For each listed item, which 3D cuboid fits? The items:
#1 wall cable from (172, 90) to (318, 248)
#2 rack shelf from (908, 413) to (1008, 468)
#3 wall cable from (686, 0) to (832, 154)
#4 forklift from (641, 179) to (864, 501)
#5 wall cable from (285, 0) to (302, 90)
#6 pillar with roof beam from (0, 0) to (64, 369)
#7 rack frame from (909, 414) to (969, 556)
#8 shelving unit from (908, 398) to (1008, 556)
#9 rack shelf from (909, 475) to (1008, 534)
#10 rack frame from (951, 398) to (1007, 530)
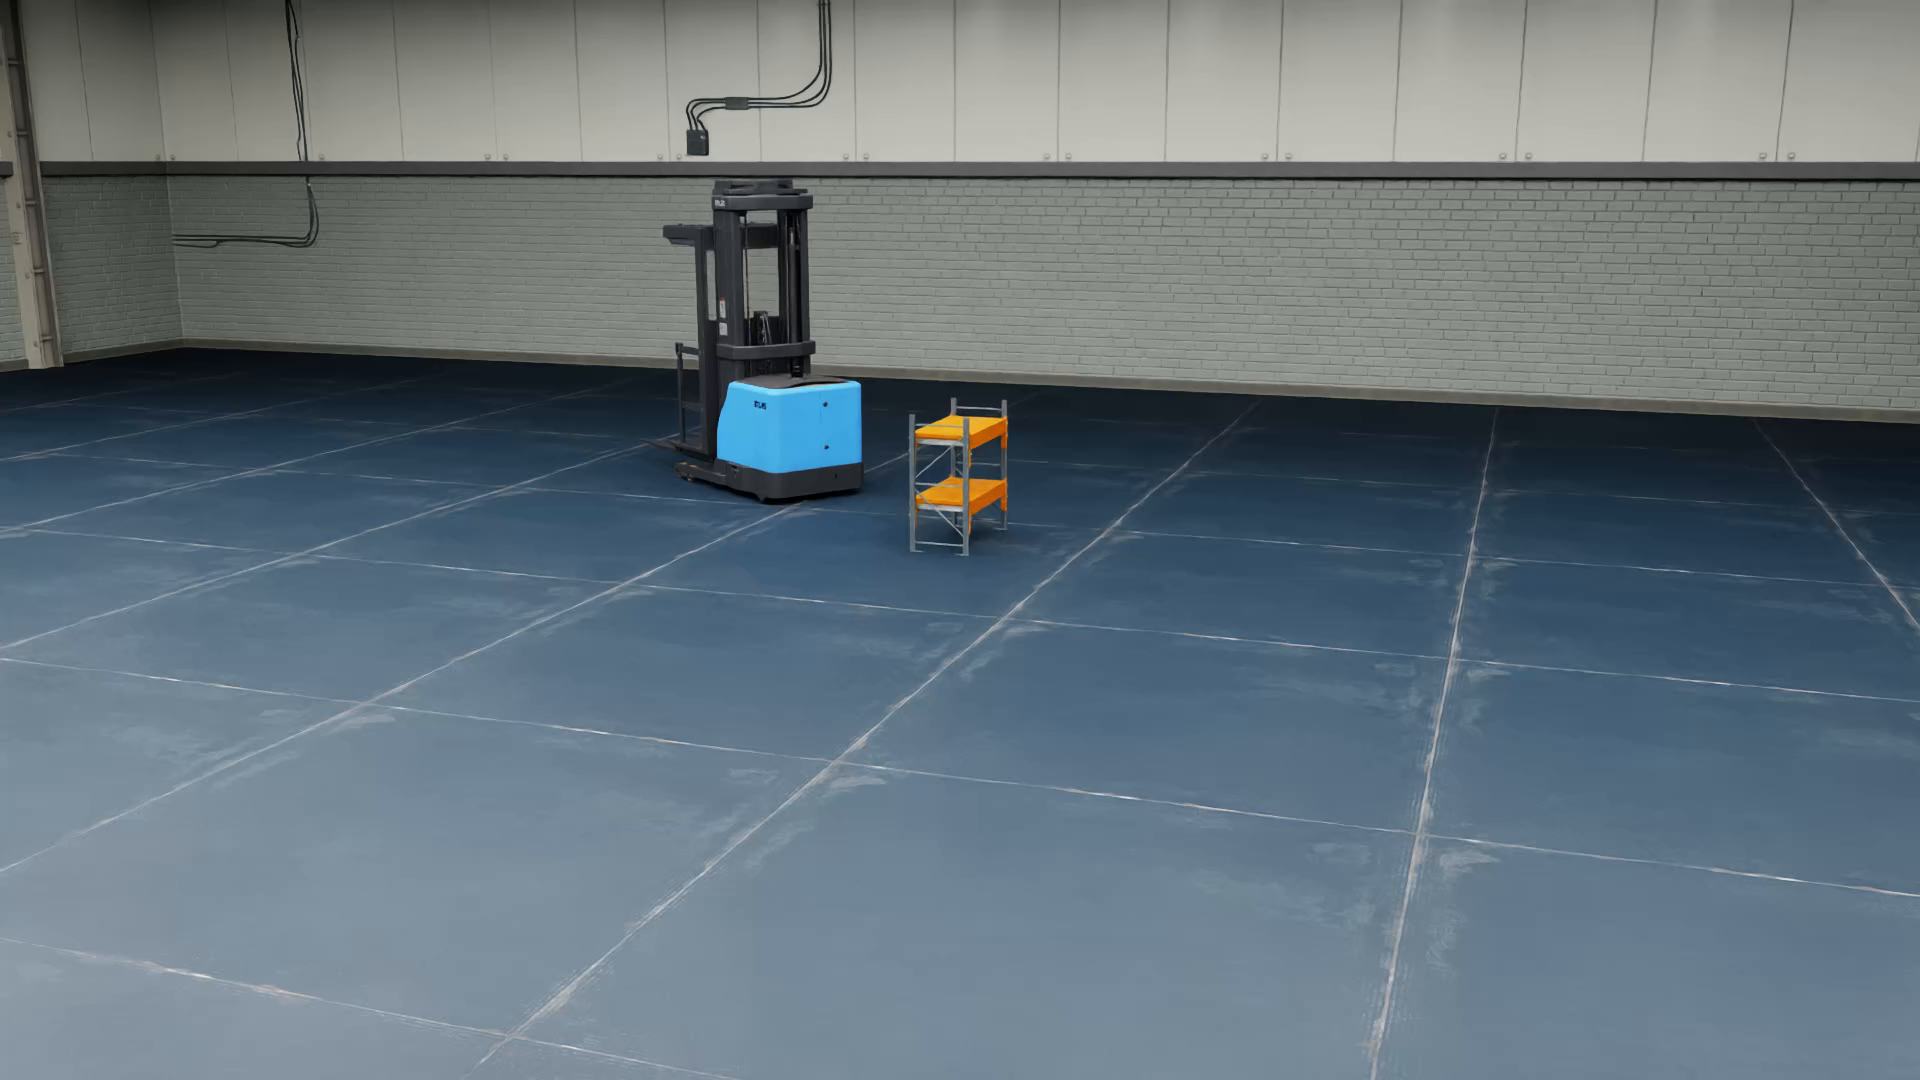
[{"bbox_3d":[-11.910,-6.066,27.322,3.097,2.526,0.112,4,14,18],"label":"wall cable"},{"bbox_3d":[-0.002,-0.832,13.791,0.538,0.278,1.000,4,14,18],"label":"rack shelf"},{"bbox_3d":[-2.932,-8.551,23.589,2.305,6.003,0.169,4,14,18],"label":"wall cable"},{"bbox_3d":[-2.215,-2.069,16.466,1.130,2.935,3.031,-10,16,-37],"label":"forklift"},{"bbox_3d":[-9.350,-8.334,25.906,3.097,2.526,0.112,4,14,18],"label":"wall cable"},{"bbox_3d":[-10.041,-6.745,23.318,9.100,9.000,0.400,4,14,18],"label":"pillar with roof beam"},{"bbox_3d":[-0.167,-0.440,13.388,0.500,1.125,0.032,4,14,18],"label":"rack frame"},{"bbox_3d":[-0.002,-0.547,13.857,0.538,1.125,1.048,4,14,18],"label":"shelving unit"},{"bbox_3d":[-0.002,-0.309,13.911,0.538,0.278,1.000,4,14,18],"label":"rack shelf"},{"bbox_3d":[0.162,-0.654,14.325,0.500,1.125,0.032,4,14,18],"label":"rack frame"}]
